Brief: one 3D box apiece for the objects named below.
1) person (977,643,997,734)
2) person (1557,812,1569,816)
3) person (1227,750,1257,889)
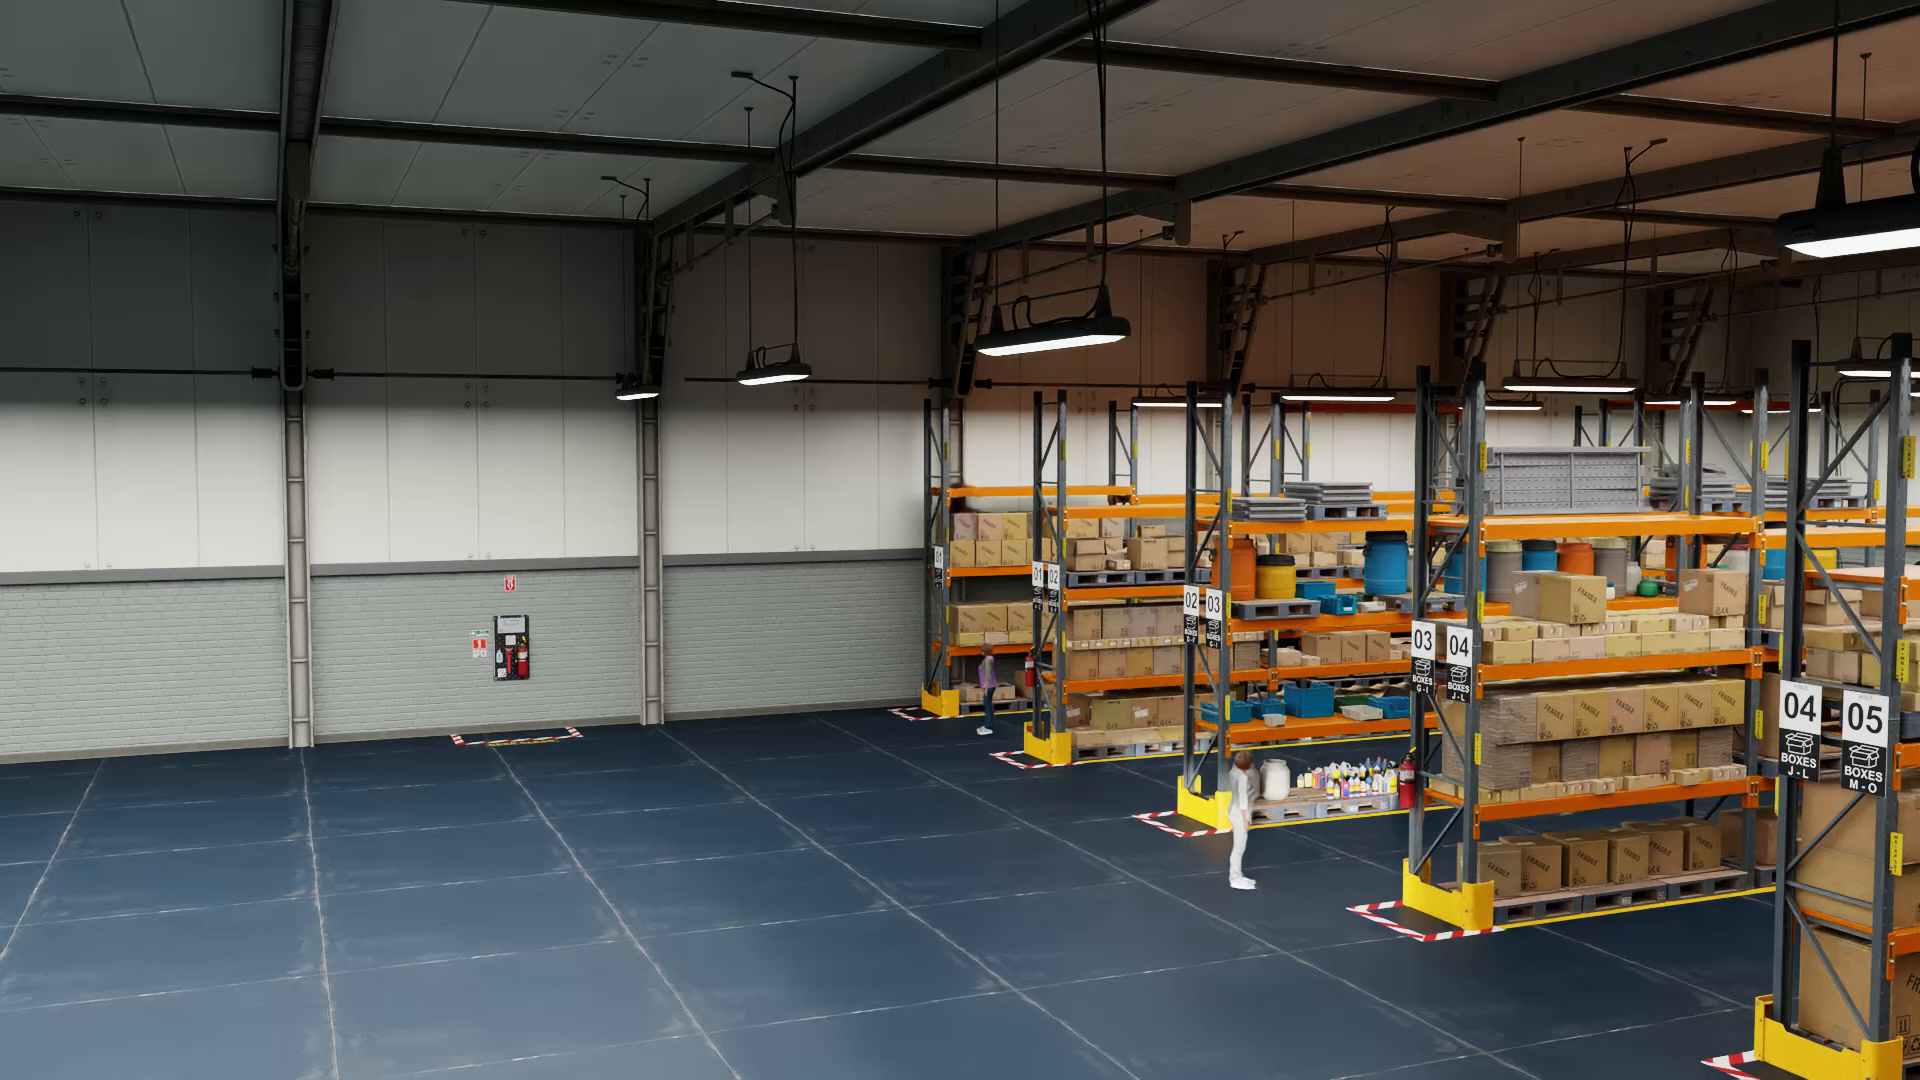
[{"bbox_3d":[0.476,2.623,29.485,0.372,1.603,0.453,0,3,6],"label":"person"},{"bbox_3d":[8.488,2.908,23.354,0.580,1.809,0.649,-1,4,-17],"label":"person"},{"bbox_3d":[3.264,3.242,19.215,0.347,1.568,0.410,0,3,1],"label":"person"}]
